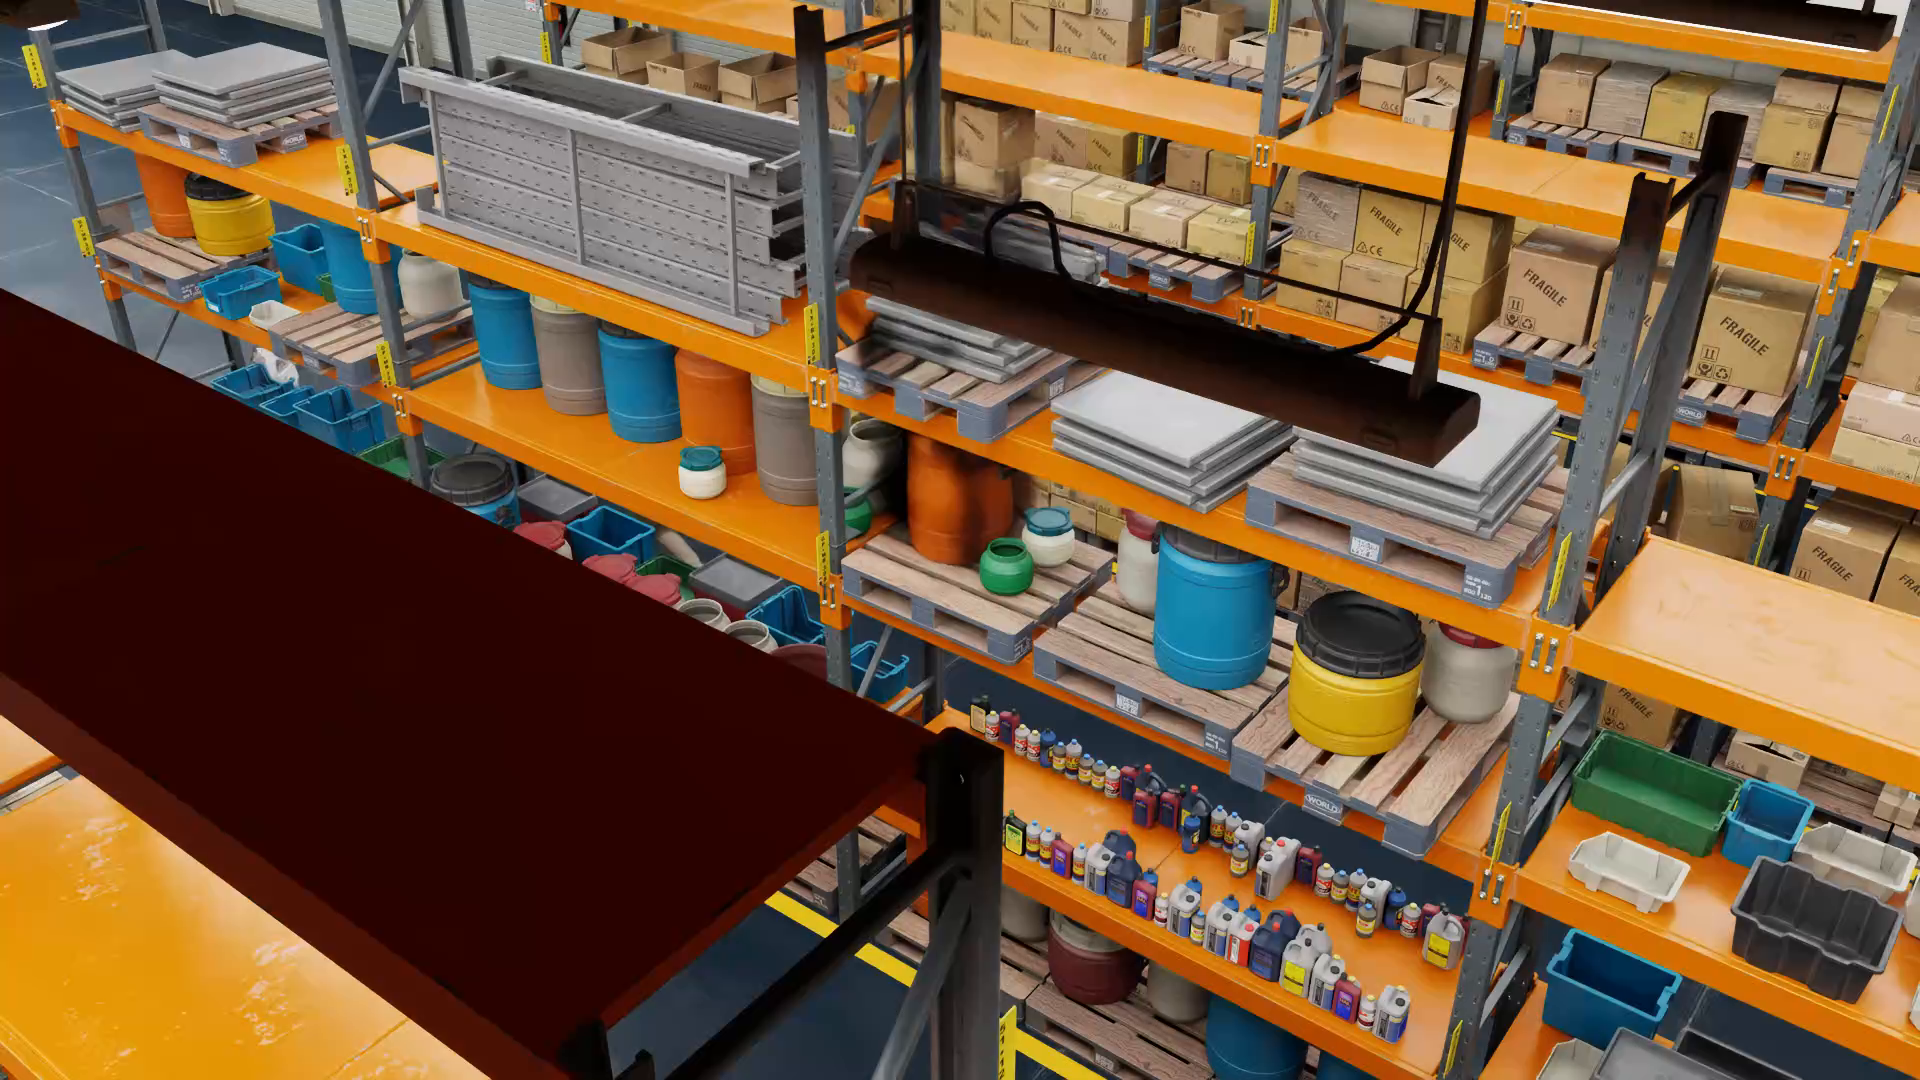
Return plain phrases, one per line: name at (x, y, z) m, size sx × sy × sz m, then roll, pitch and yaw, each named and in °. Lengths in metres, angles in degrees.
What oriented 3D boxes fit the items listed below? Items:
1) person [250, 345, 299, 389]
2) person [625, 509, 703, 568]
person at (-6.659, -1.510, 16.168) m, size 0.489 × 1.672 × 0.644 m, roll 7°, pitch 32°, yaw 12°
person at (-2.661, -0.347, 14.111) m, size 0.962 × 1.677 × 0.665 m, roll 18°, pitch 36°, yaw 27°
